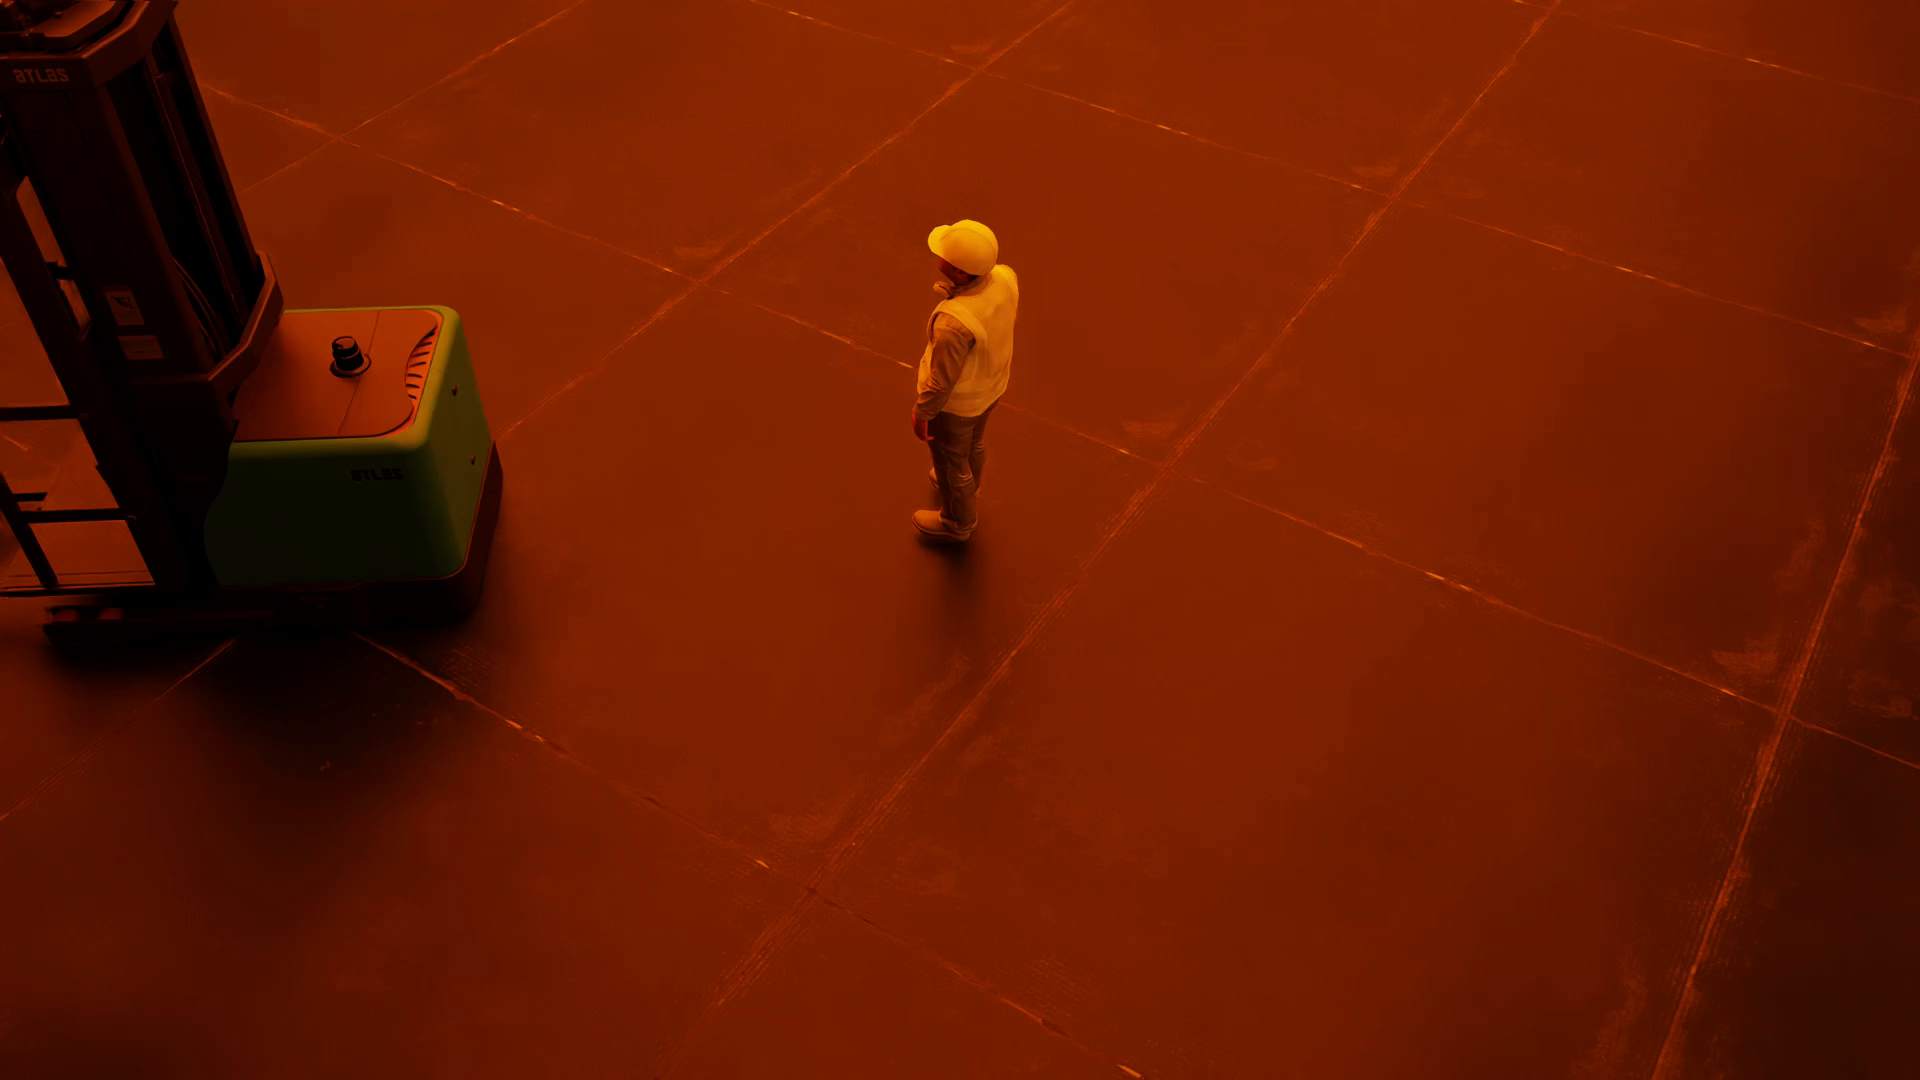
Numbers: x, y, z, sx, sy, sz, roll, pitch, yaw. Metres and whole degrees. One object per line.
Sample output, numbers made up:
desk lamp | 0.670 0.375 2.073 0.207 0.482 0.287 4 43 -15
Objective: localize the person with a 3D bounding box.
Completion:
person | -0.047 -0.706 7.365 0.568 1.773 0.632 24 48 23

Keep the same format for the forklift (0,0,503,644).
forklift | -3.740 -0.970 6.871 3.031 2.935 1.130 -2 44 -2
